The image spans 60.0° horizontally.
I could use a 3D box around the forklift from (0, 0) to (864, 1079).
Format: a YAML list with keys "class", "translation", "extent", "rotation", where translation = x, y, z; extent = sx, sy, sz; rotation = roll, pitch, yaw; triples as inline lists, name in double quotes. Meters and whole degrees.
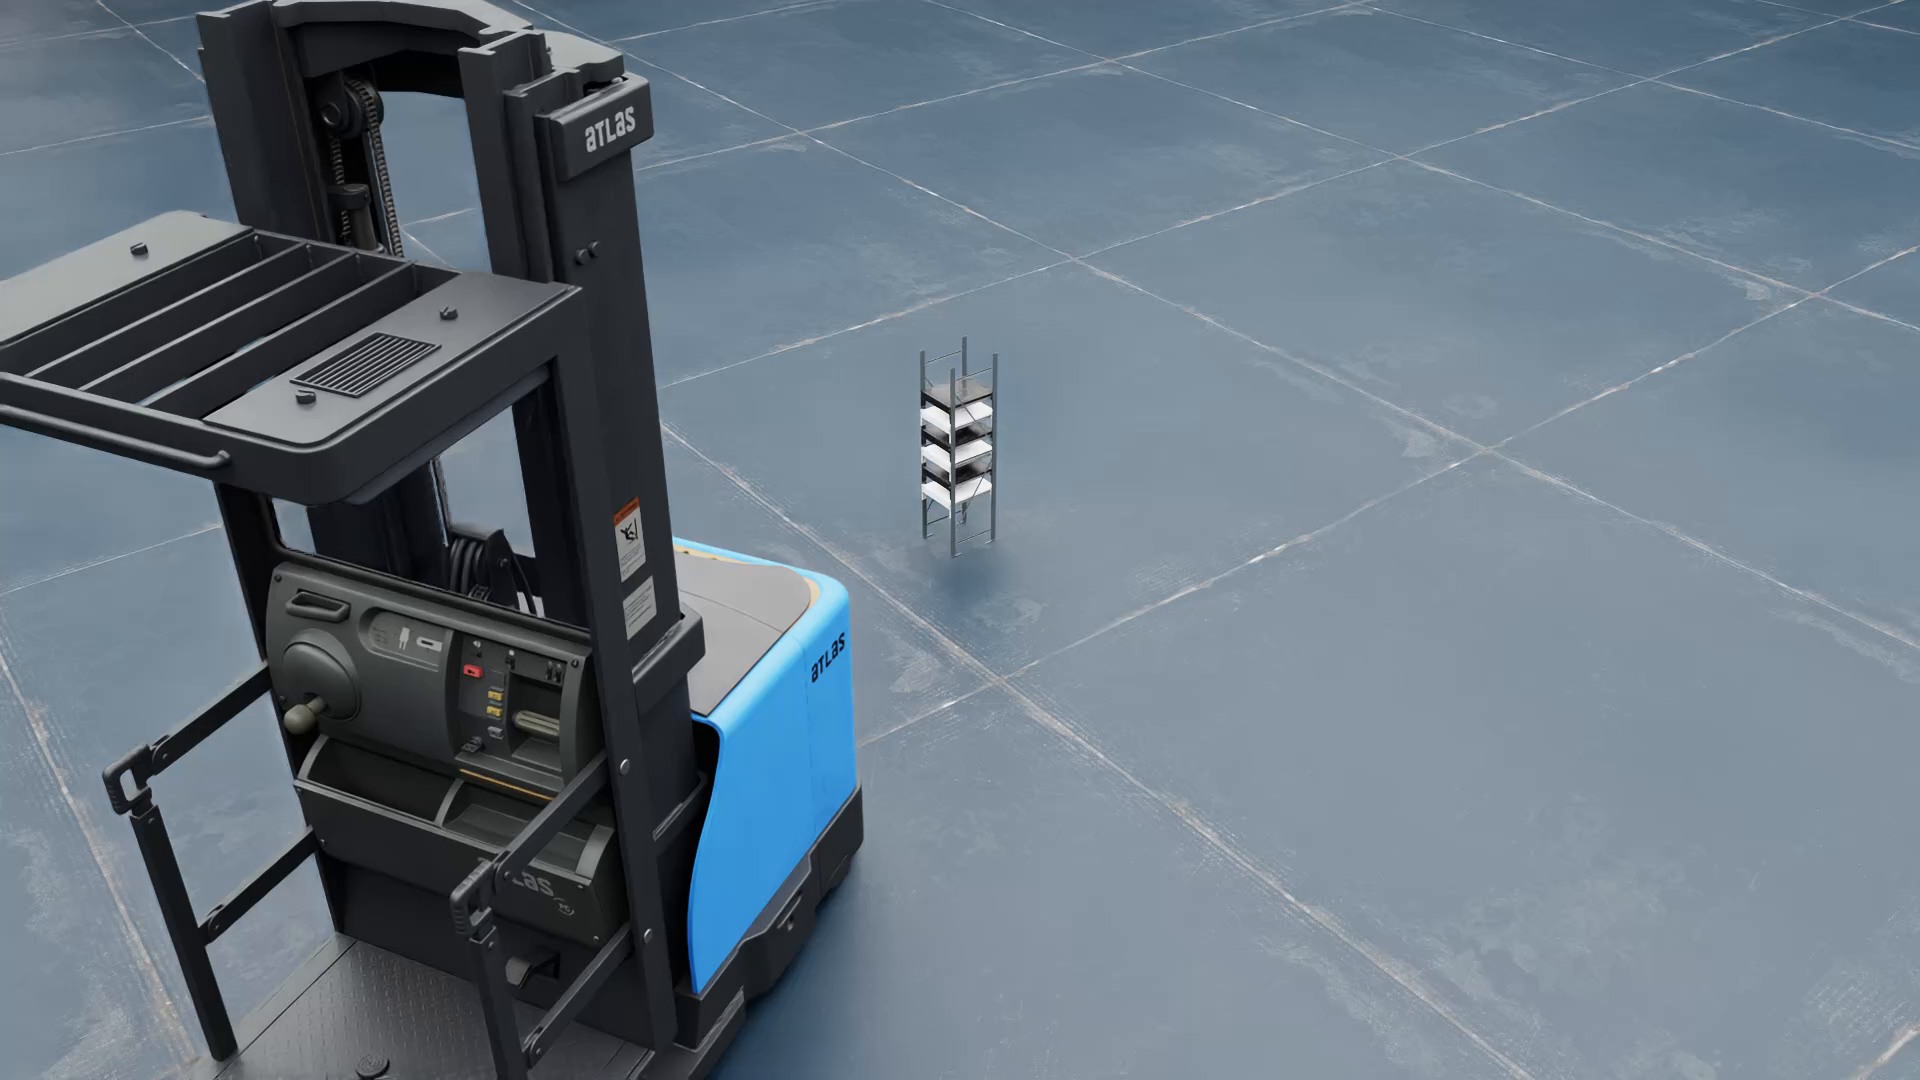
- class: "forklift"
  translation: [-1.380, 0.393, 3.840]
  extent: [1.130, 2.935, 3.031]
  rotation: [13, 34, 20]

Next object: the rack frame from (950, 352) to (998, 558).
- class: "rack frame"
  translation: [0.057, -0.343, 6.950]
  extent: [0.240, 0.900, 0.006]
  rotation: [-22, 38, -31]

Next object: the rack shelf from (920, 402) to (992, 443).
- class: "rack shelf"
  translation: [-0.005, -0.510, 6.941]
  extent: [0.258, 0.077, 0.200]
  rotation: [-22, 38, -31]

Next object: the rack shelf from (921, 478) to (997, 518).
- class: "rack shelf"
  translation: [-0.005, -0.204, 7.131]
  extent: [0.258, 0.077, 0.200]
  rotation: [-22, 38, -31]

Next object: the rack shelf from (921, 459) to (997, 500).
- class: "rack shelf"
  translation: [-0.005, -0.281, 7.083]
  extent: [0.258, 0.077, 0.200]
  rotation: [-22, 38, -31]

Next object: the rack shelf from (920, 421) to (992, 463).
- class: "rack shelf"
  translation: [-0.005, -0.434, 6.988]
  extent: [0.258, 0.077, 0.200]
  rotation: [-22, 38, -31]

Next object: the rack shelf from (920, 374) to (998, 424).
- class: "rack shelf"
  translation: [-0.005, -0.587, 6.893]
  extent: [0.258, 0.077, 0.200]
  rotation: [-22, 38, -31]

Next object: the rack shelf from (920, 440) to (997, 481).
- class: "rack shelf"
  translation: [-0.005, -0.357, 7.036]
  extent: [0.258, 0.077, 0.200]
  rotation: [-22, 38, -31]

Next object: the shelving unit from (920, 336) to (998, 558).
- class: "shelving unit"
  translation: [-0.005, -0.386, 7.018]
  extent: [0.258, 0.900, 0.210]
  rotation: [-22, 38, -31]

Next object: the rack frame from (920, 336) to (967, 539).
- class: "rack frame"
  translation: [-0.067, -0.428, 7.086]
  extent: [0.240, 0.900, 0.006]
  rotation: [-22, 38, -31]
